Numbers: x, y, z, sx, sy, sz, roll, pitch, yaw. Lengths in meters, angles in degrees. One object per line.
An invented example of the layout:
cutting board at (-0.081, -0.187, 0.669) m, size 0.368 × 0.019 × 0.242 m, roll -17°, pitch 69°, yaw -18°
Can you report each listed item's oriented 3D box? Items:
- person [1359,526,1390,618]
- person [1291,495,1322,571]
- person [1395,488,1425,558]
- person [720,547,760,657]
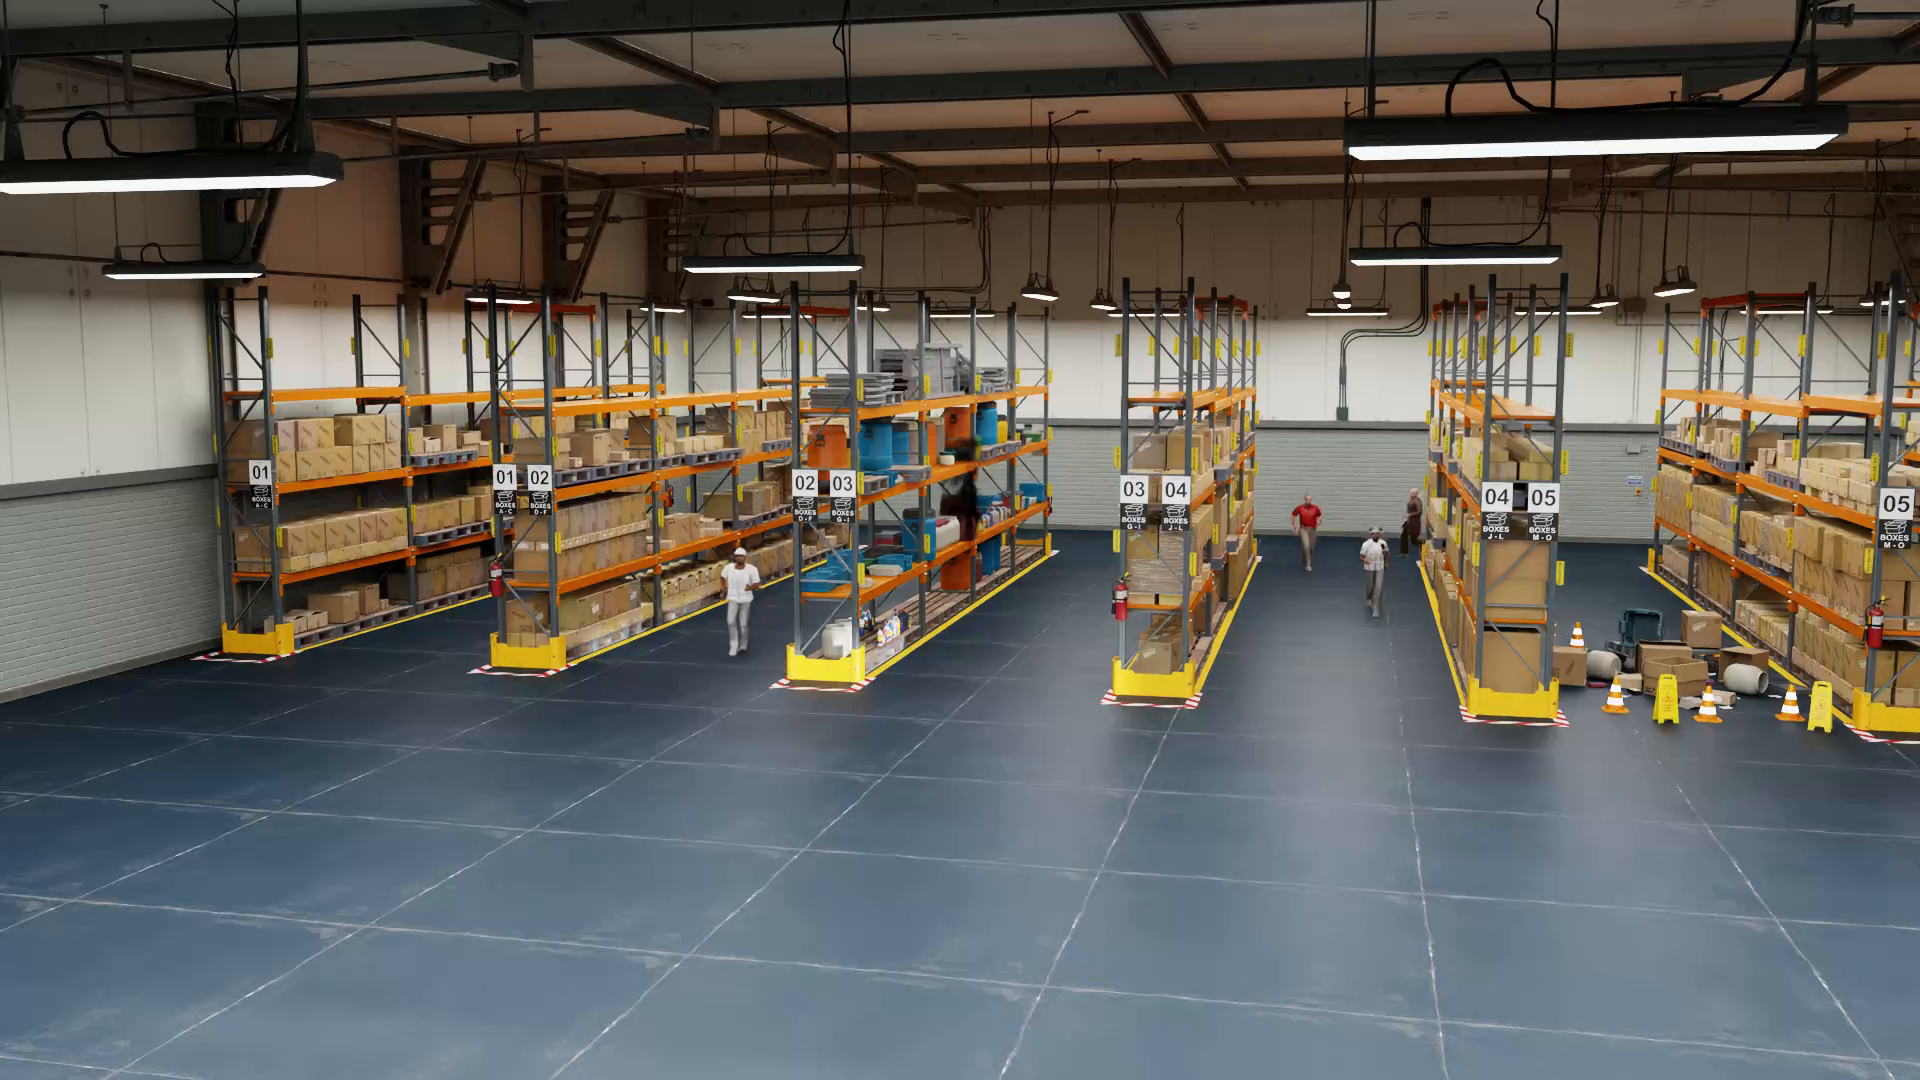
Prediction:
person at (7.813, 0.569, 31.340) m, size 0.587 × 1.697 × 0.902 m, roll 1°, pitch 7°, yaw 10°
person at (7.912, -0.180, 37.898) m, size 0.704 × 1.718 × 0.817 m, roll -1°, pitch 7°, yaw -6°
person at (10.889, -0.366, 39.627) m, size 0.868 × 1.764 × 0.799 m, roll 0°, pitch 7°, yaw 1°
person at (-3.602, 1.018, 27.196) m, size 0.672 × 1.803 × 0.739 m, roll 0°, pitch 7°, yaw -2°
